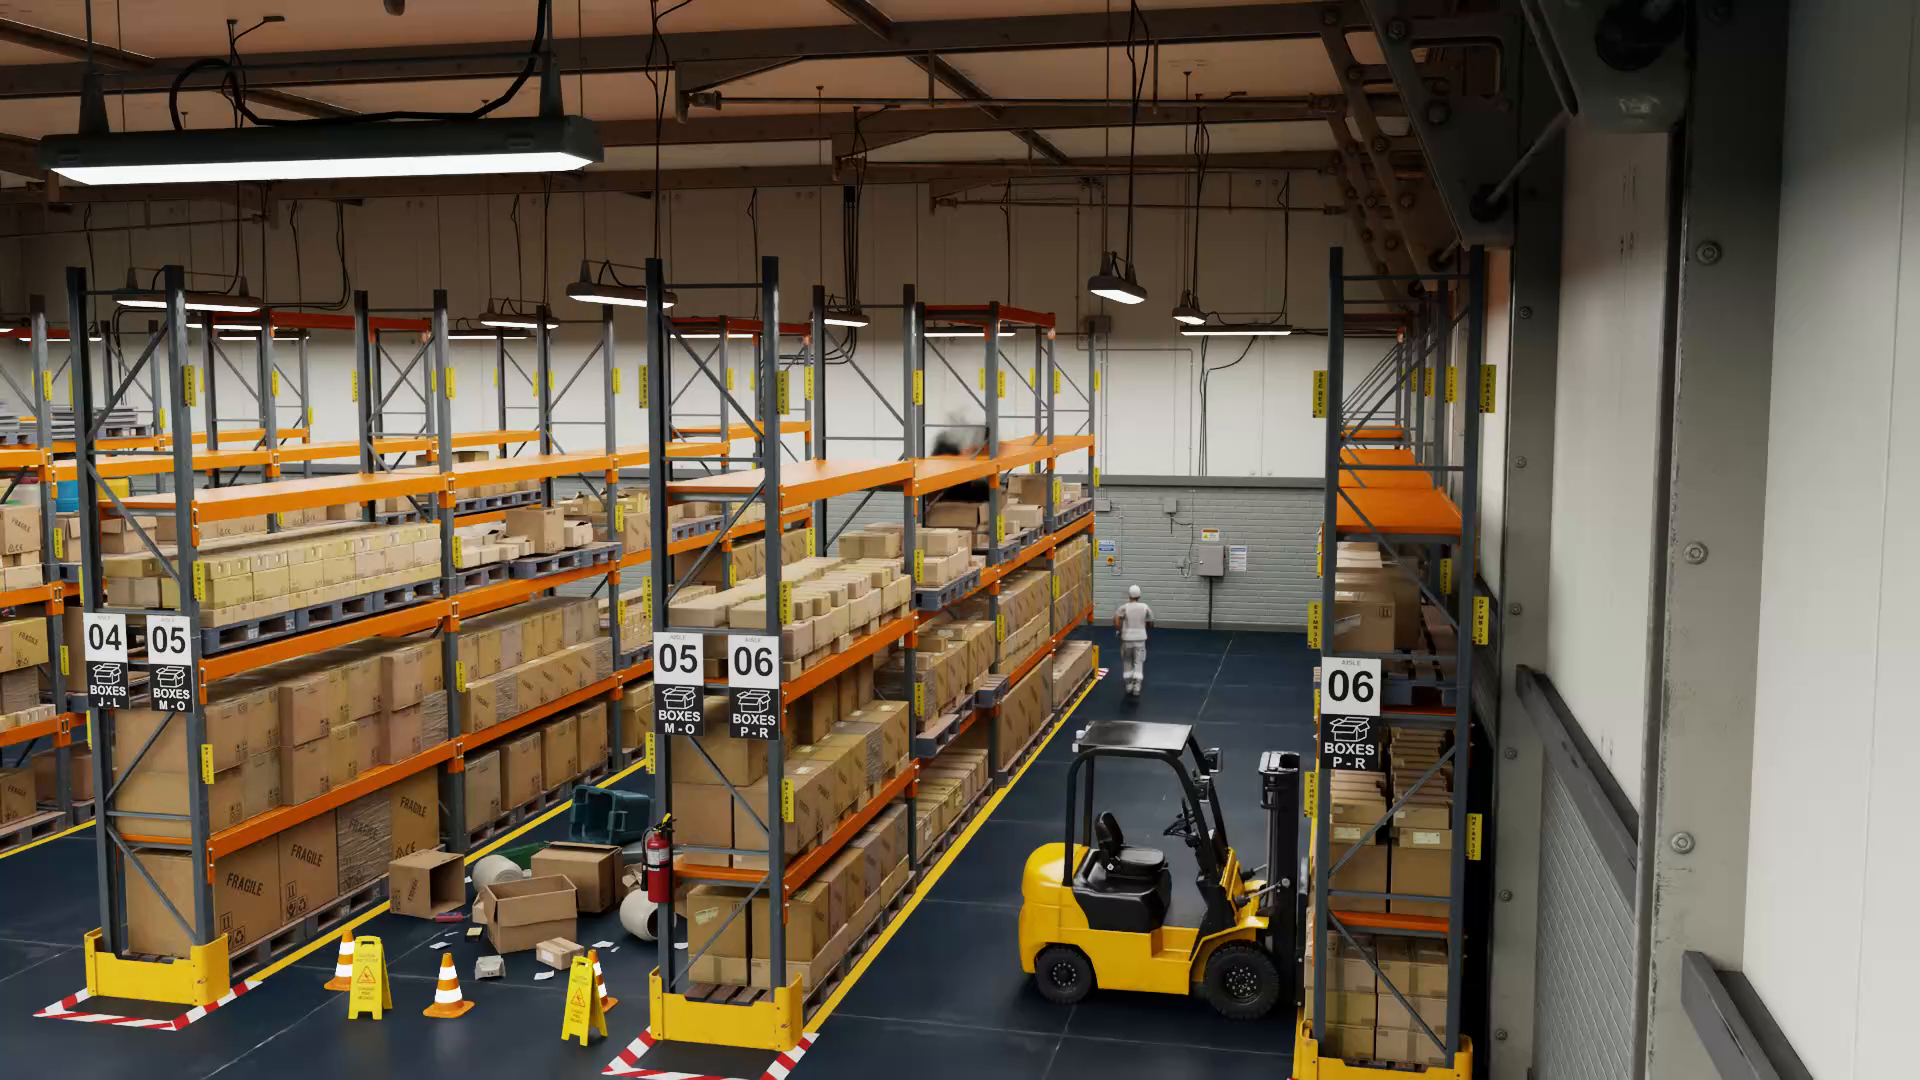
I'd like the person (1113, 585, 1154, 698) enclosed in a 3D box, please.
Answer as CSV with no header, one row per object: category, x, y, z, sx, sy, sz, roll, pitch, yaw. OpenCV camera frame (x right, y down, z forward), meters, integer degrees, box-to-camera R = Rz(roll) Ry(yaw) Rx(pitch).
person,2.731,1.618,26.136,0.639,1.833,0.782,1,6,6

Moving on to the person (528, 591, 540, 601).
person,-6.845,1.615,26.863,0.656,1.675,0.645,1,6,11
